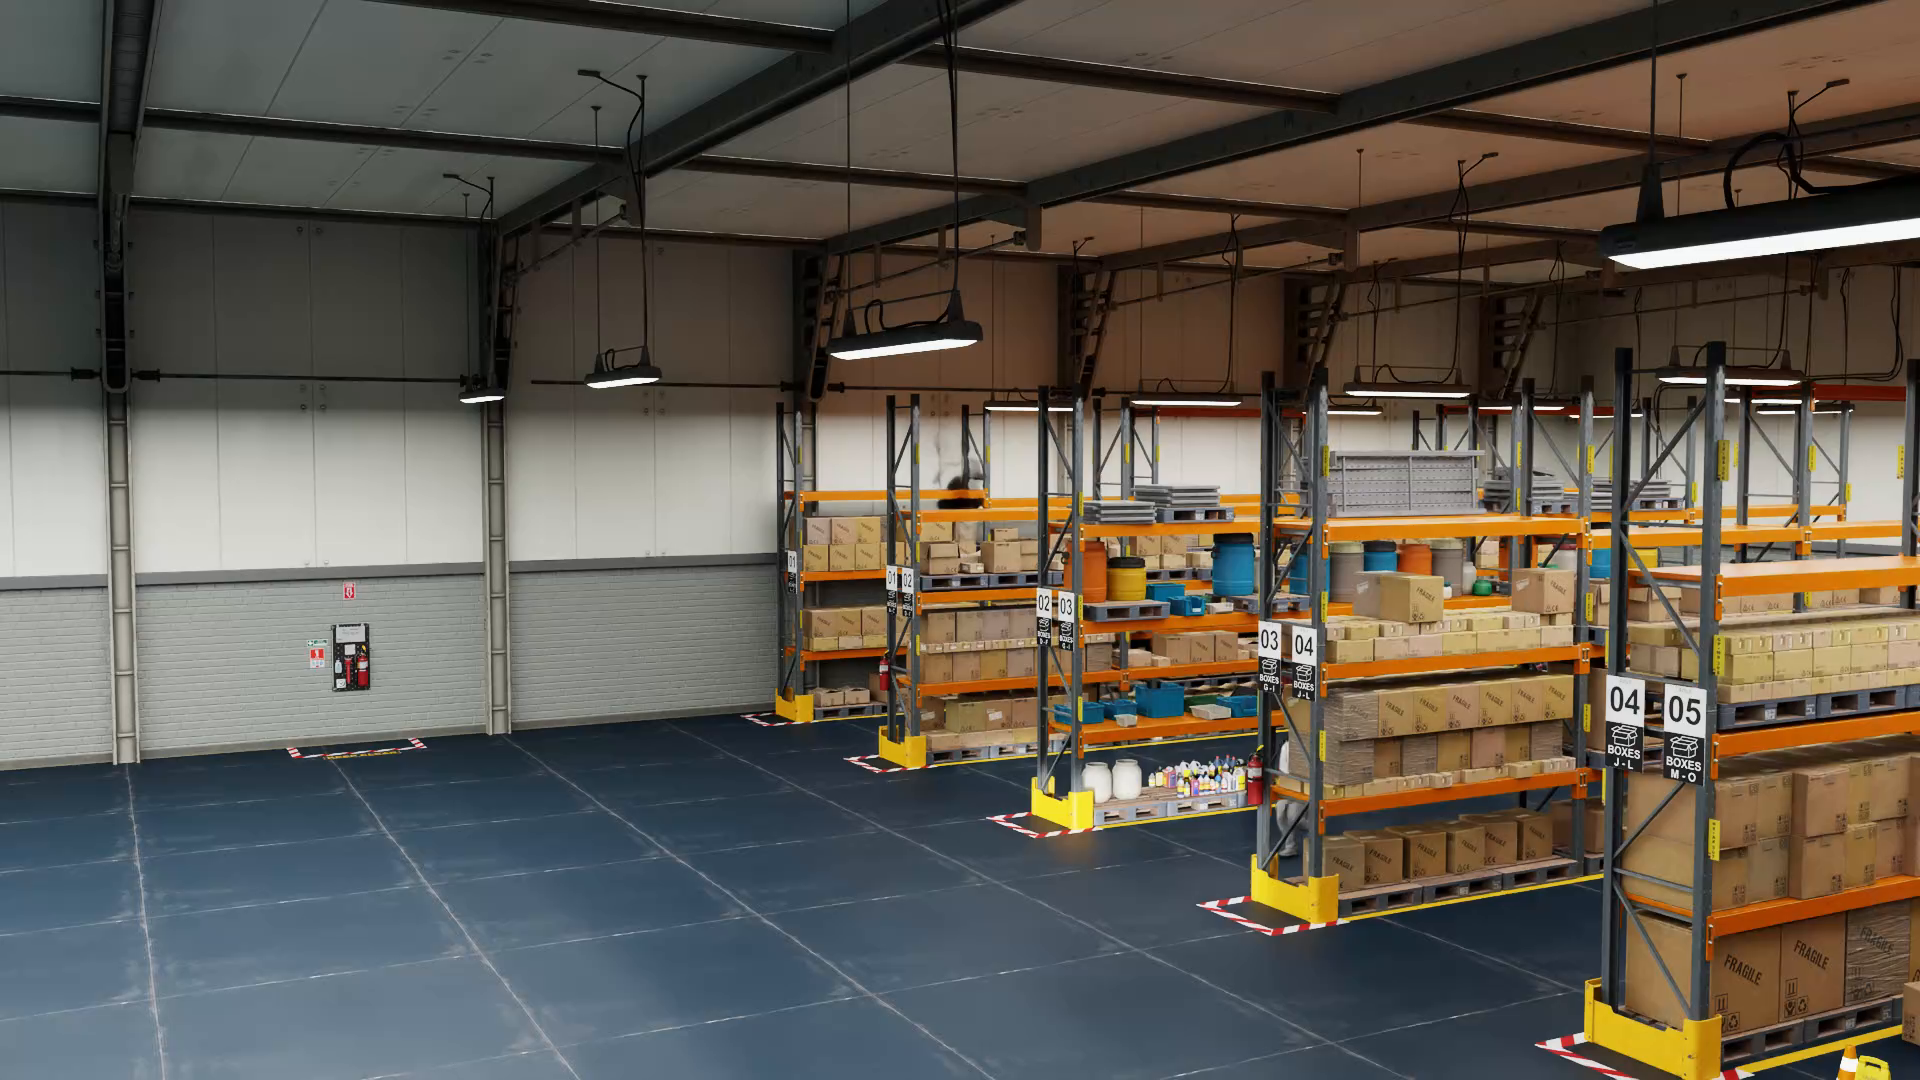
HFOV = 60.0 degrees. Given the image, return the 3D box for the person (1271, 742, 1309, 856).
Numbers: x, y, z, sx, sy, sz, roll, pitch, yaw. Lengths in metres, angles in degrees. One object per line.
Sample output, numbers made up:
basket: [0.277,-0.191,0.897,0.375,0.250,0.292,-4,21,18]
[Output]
person: [4.241,3.118,20.956,0.609,1.717,0.697,-2,4,-36]
